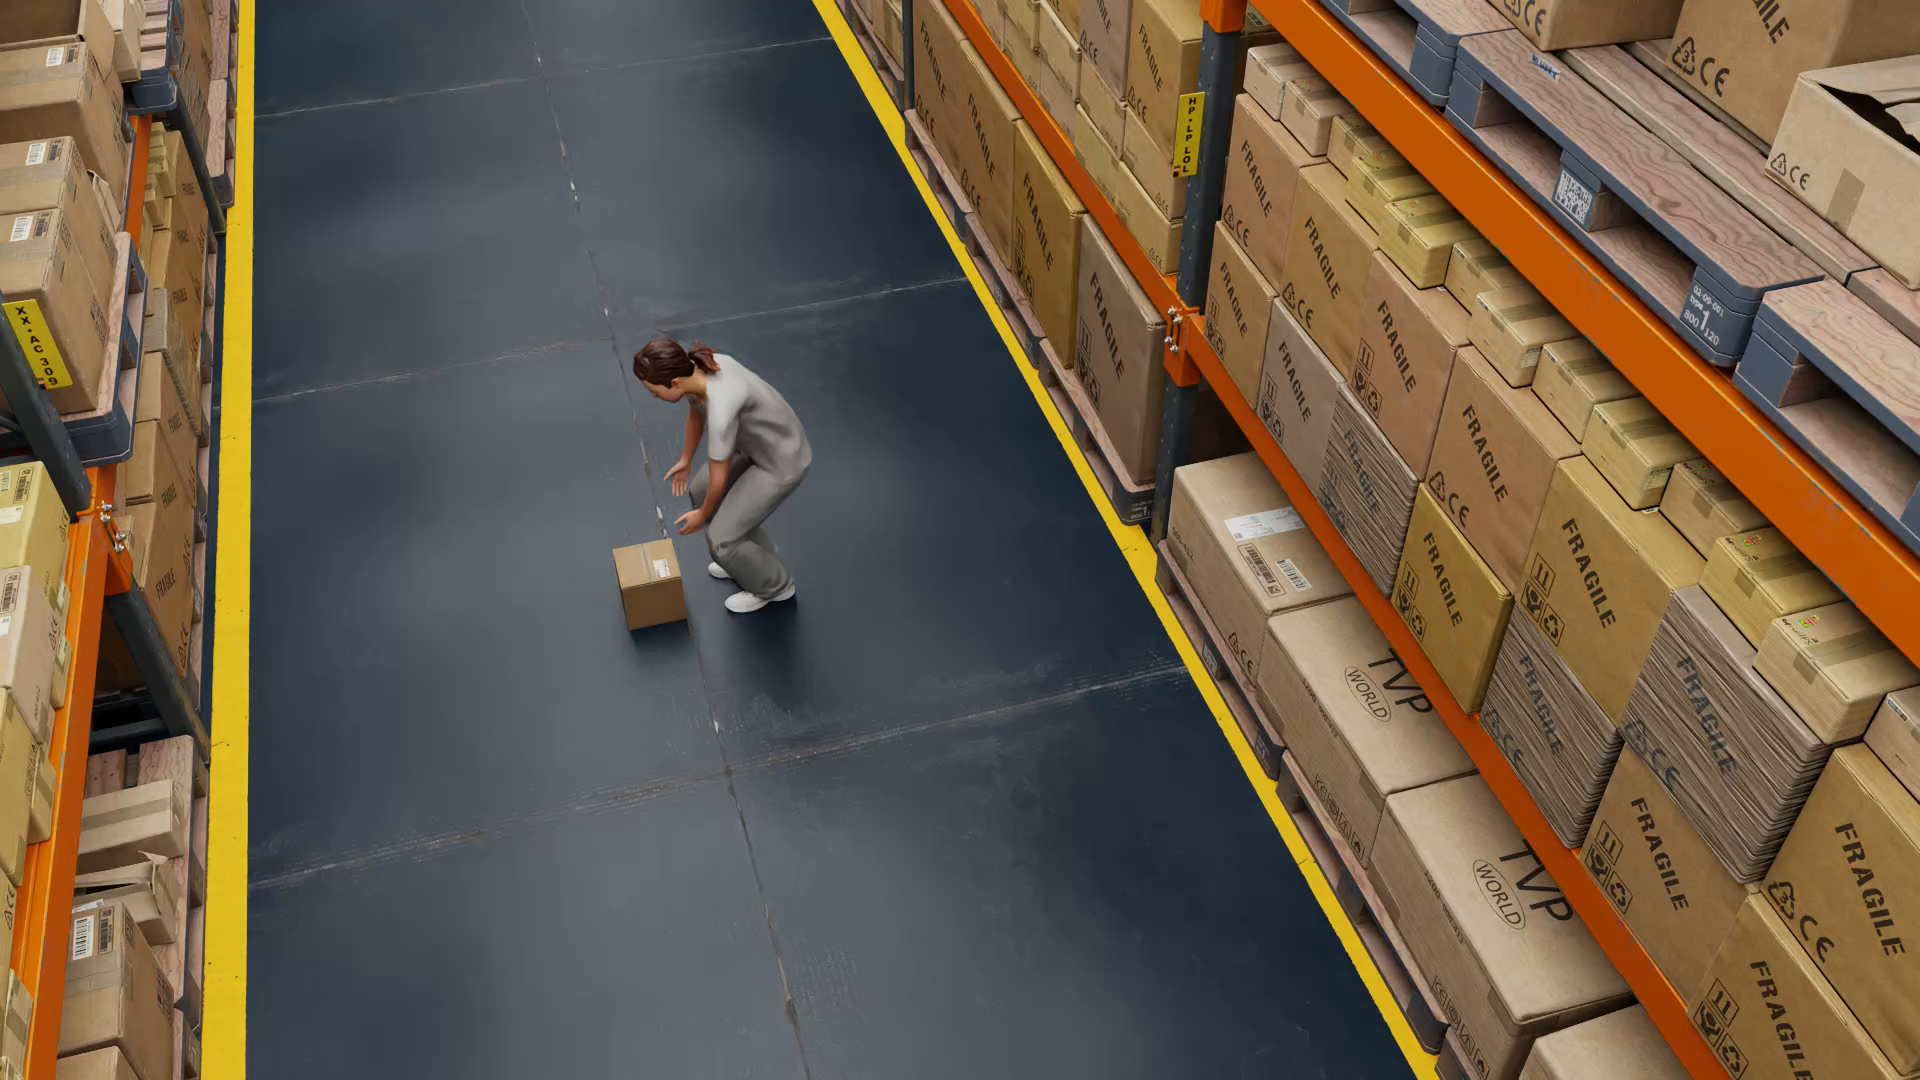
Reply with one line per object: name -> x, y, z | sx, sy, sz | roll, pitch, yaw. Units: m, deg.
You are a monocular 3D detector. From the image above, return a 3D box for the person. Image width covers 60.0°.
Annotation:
person -> -0.917, -0.280, 6.705 | 0.652, 1.362, 0.491 | -12, 44, -13
